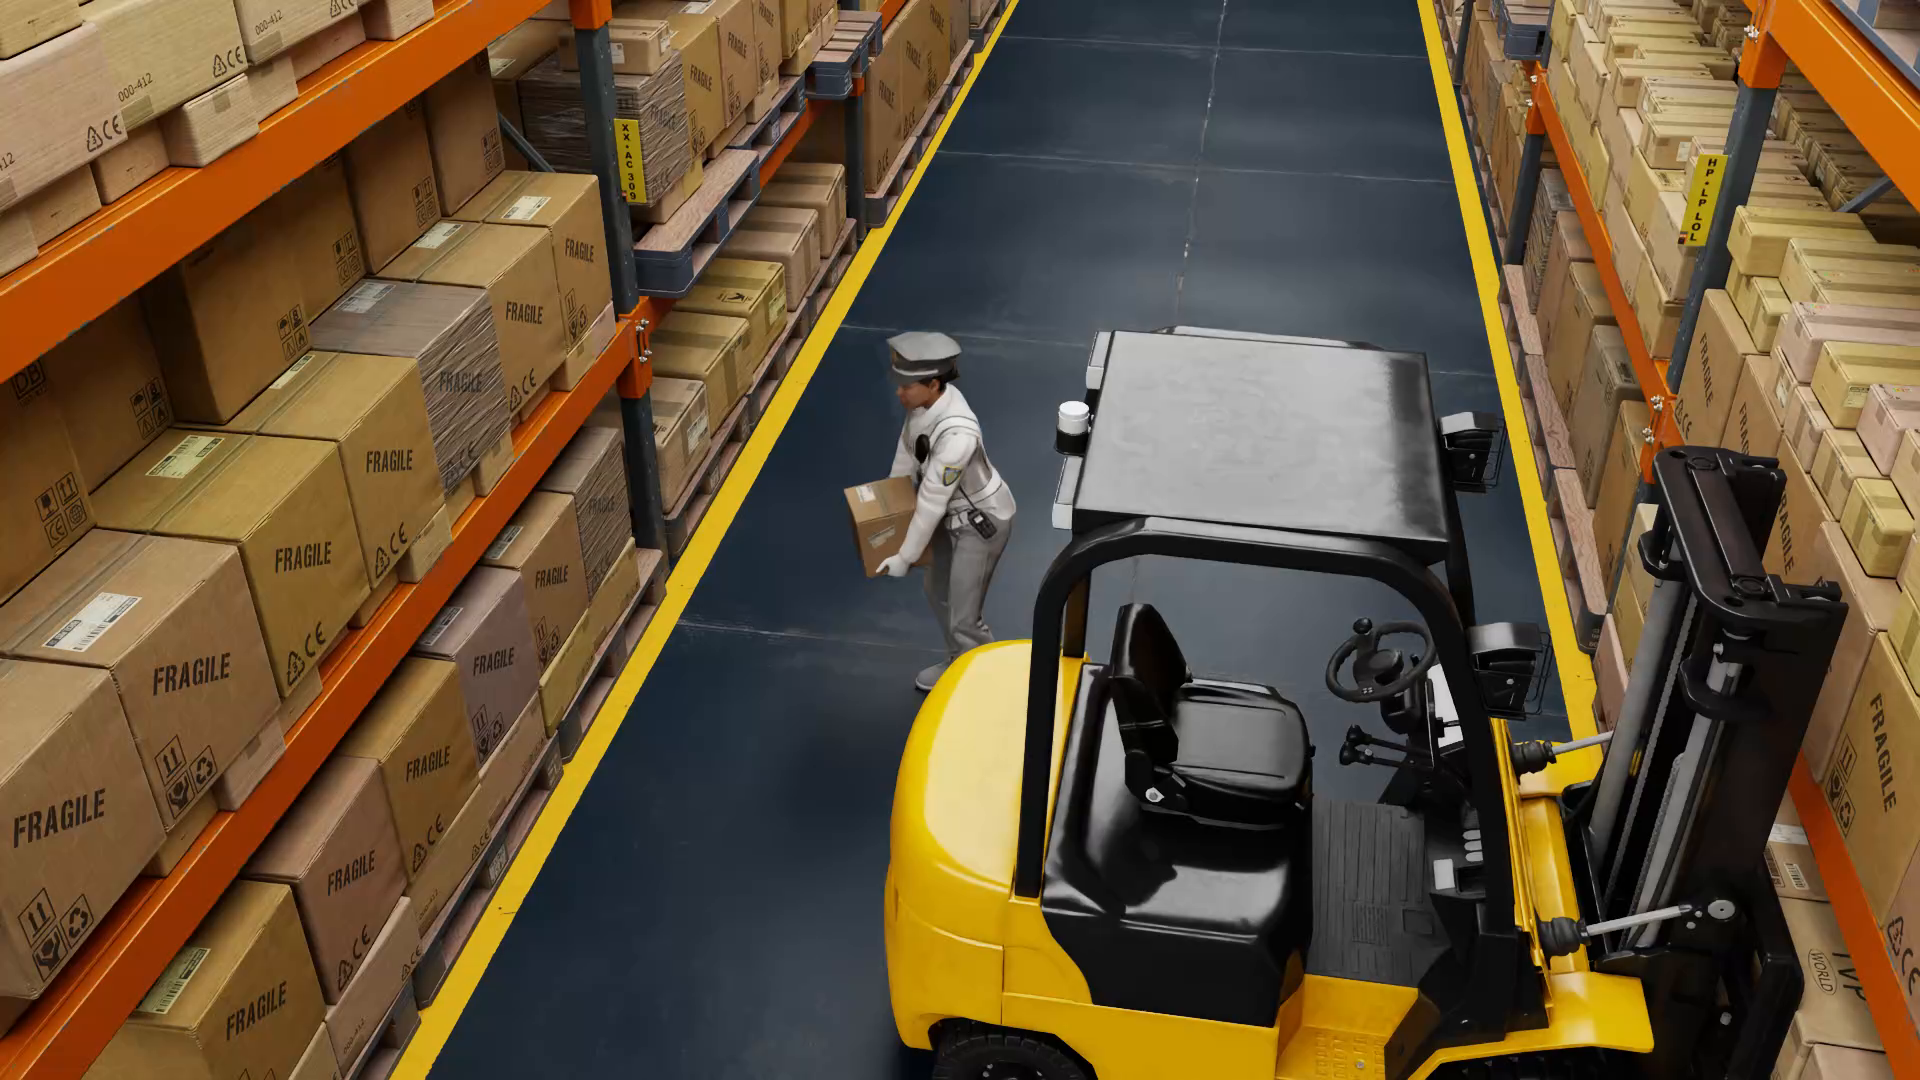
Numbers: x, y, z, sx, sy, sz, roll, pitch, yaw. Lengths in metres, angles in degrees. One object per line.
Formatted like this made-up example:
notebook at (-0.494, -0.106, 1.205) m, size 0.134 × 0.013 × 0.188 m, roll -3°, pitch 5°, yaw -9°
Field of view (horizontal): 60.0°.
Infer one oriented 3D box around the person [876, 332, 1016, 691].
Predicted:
person at (-0.077, -0.031, 6.225) m, size 0.570 × 1.631 × 0.410 m, roll -11°, pitch 34°, yaw -17°
